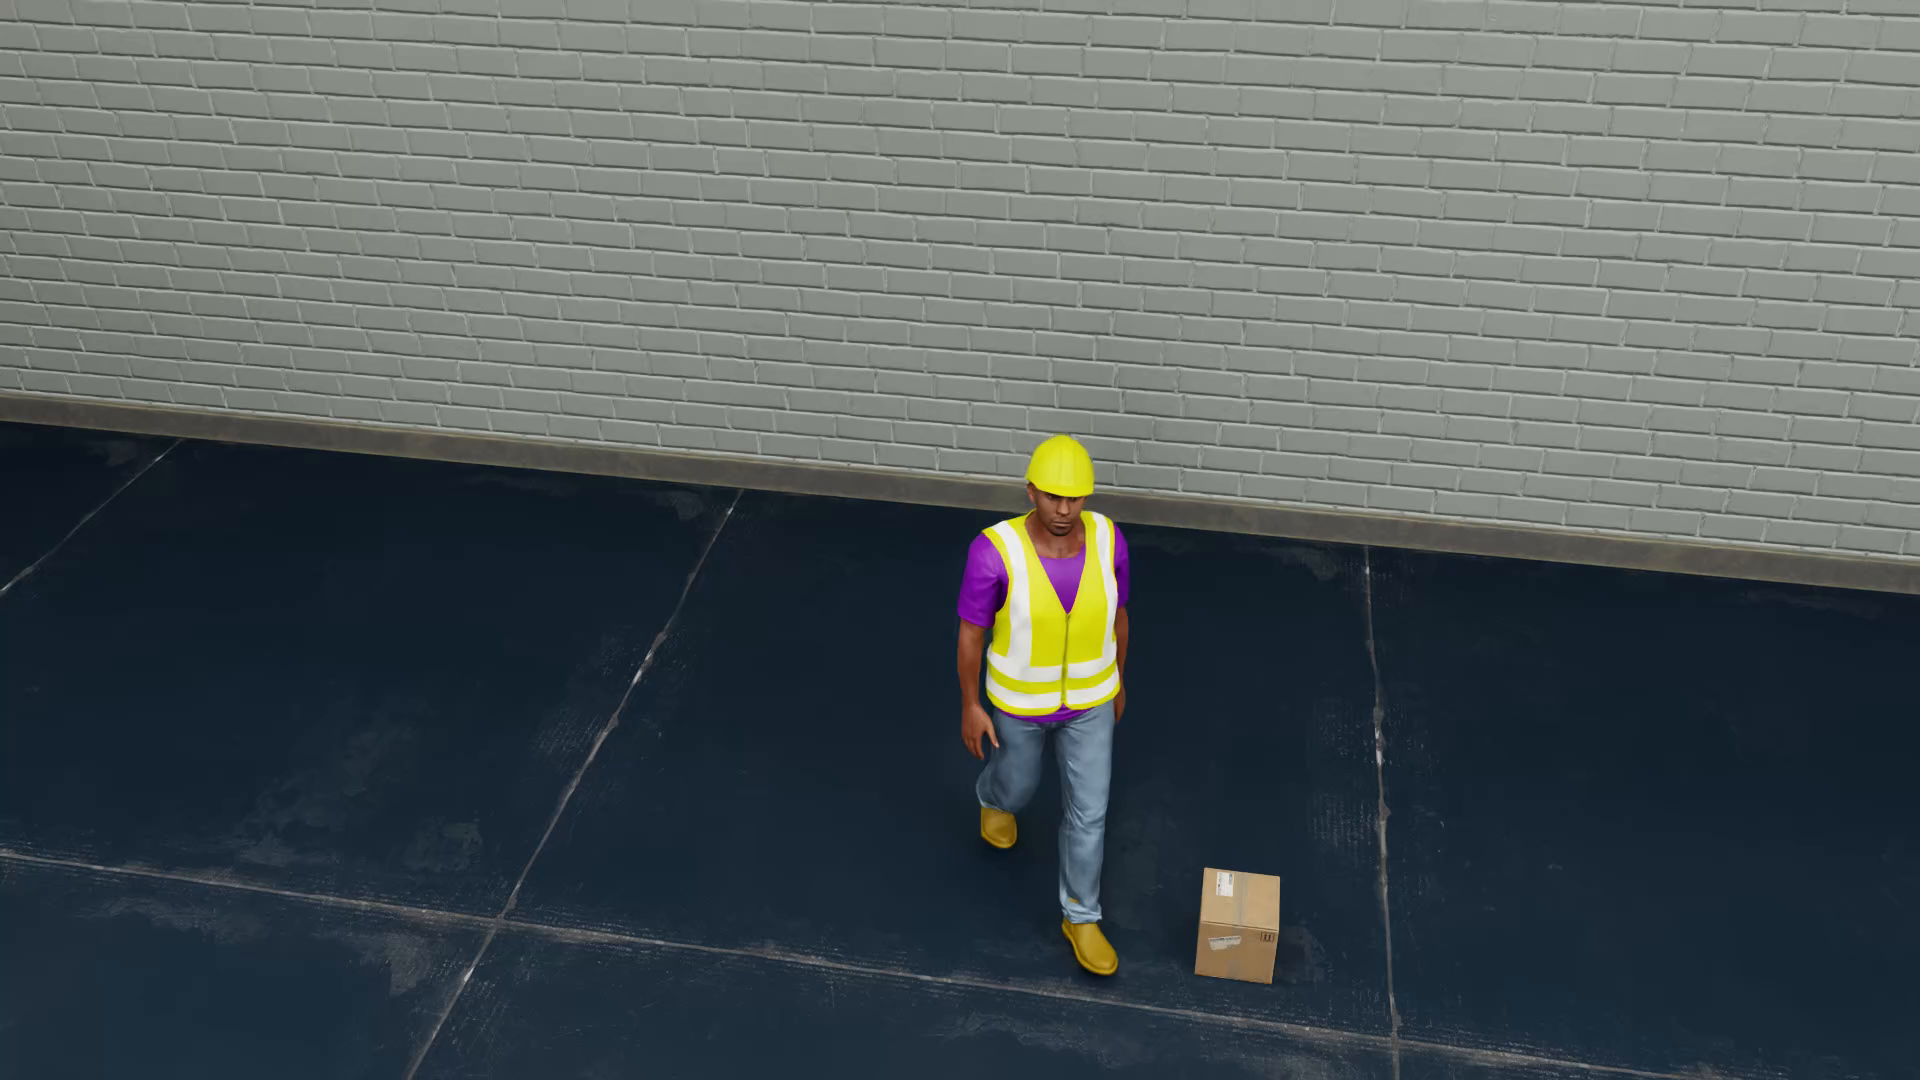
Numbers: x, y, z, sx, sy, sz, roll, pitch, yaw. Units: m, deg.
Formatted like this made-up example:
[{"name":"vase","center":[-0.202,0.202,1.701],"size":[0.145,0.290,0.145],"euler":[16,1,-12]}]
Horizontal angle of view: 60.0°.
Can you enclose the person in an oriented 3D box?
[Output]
[{"name":"person","center":[0.281,0.499,5.326],"size":[0.576,1.741,0.897],"euler":[-6,33,-9]}]
